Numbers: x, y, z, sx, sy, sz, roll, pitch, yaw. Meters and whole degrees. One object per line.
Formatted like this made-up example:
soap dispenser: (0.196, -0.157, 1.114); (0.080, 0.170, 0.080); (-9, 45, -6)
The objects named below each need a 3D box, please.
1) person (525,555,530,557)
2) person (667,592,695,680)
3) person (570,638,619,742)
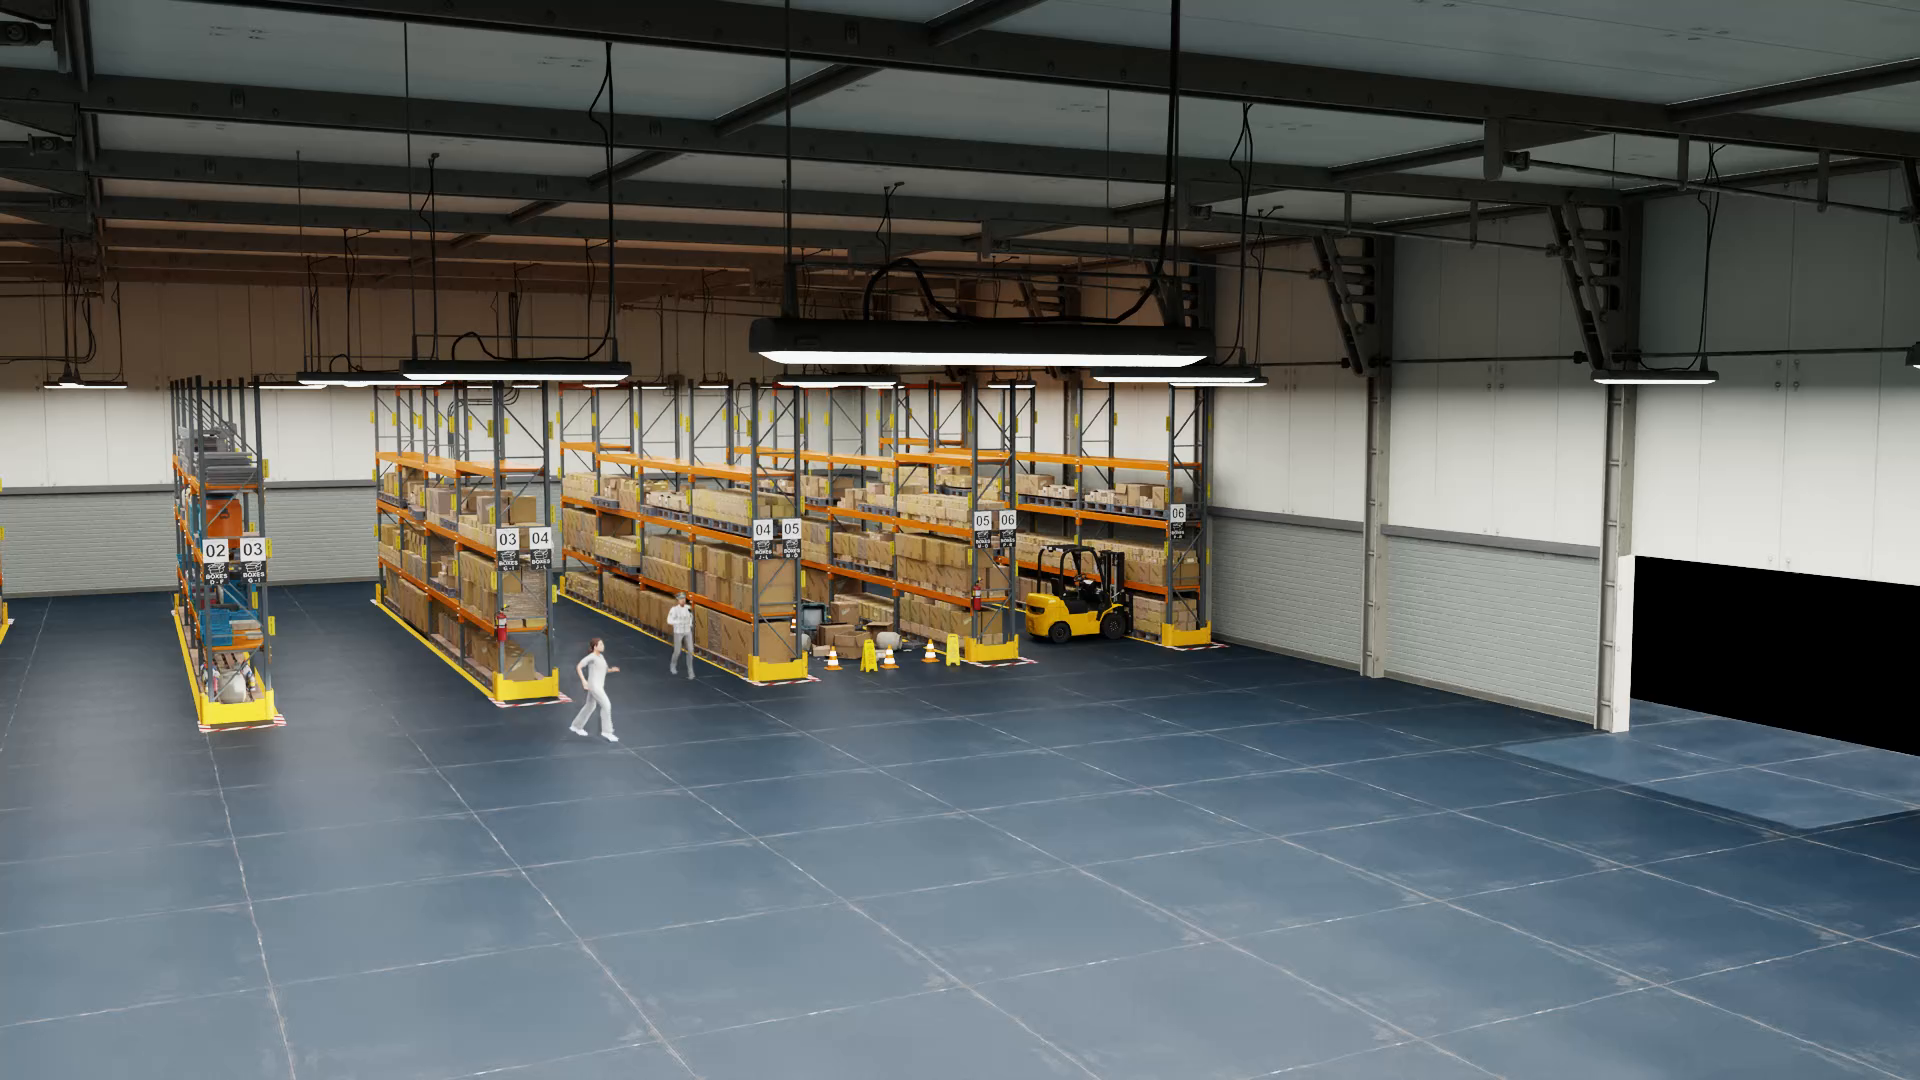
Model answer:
person: (-11.373, 0.902, 44.562); (0.710, 1.736, 0.767); (-3, 6, -28)
person: (-5.595, 1.907, 33.395); (0.611, 1.753, 0.788); (-3, 6, -28)
person: (-6.014, 2.451, 27.306); (0.856, 1.715, 0.535); (0, 5, 3)
